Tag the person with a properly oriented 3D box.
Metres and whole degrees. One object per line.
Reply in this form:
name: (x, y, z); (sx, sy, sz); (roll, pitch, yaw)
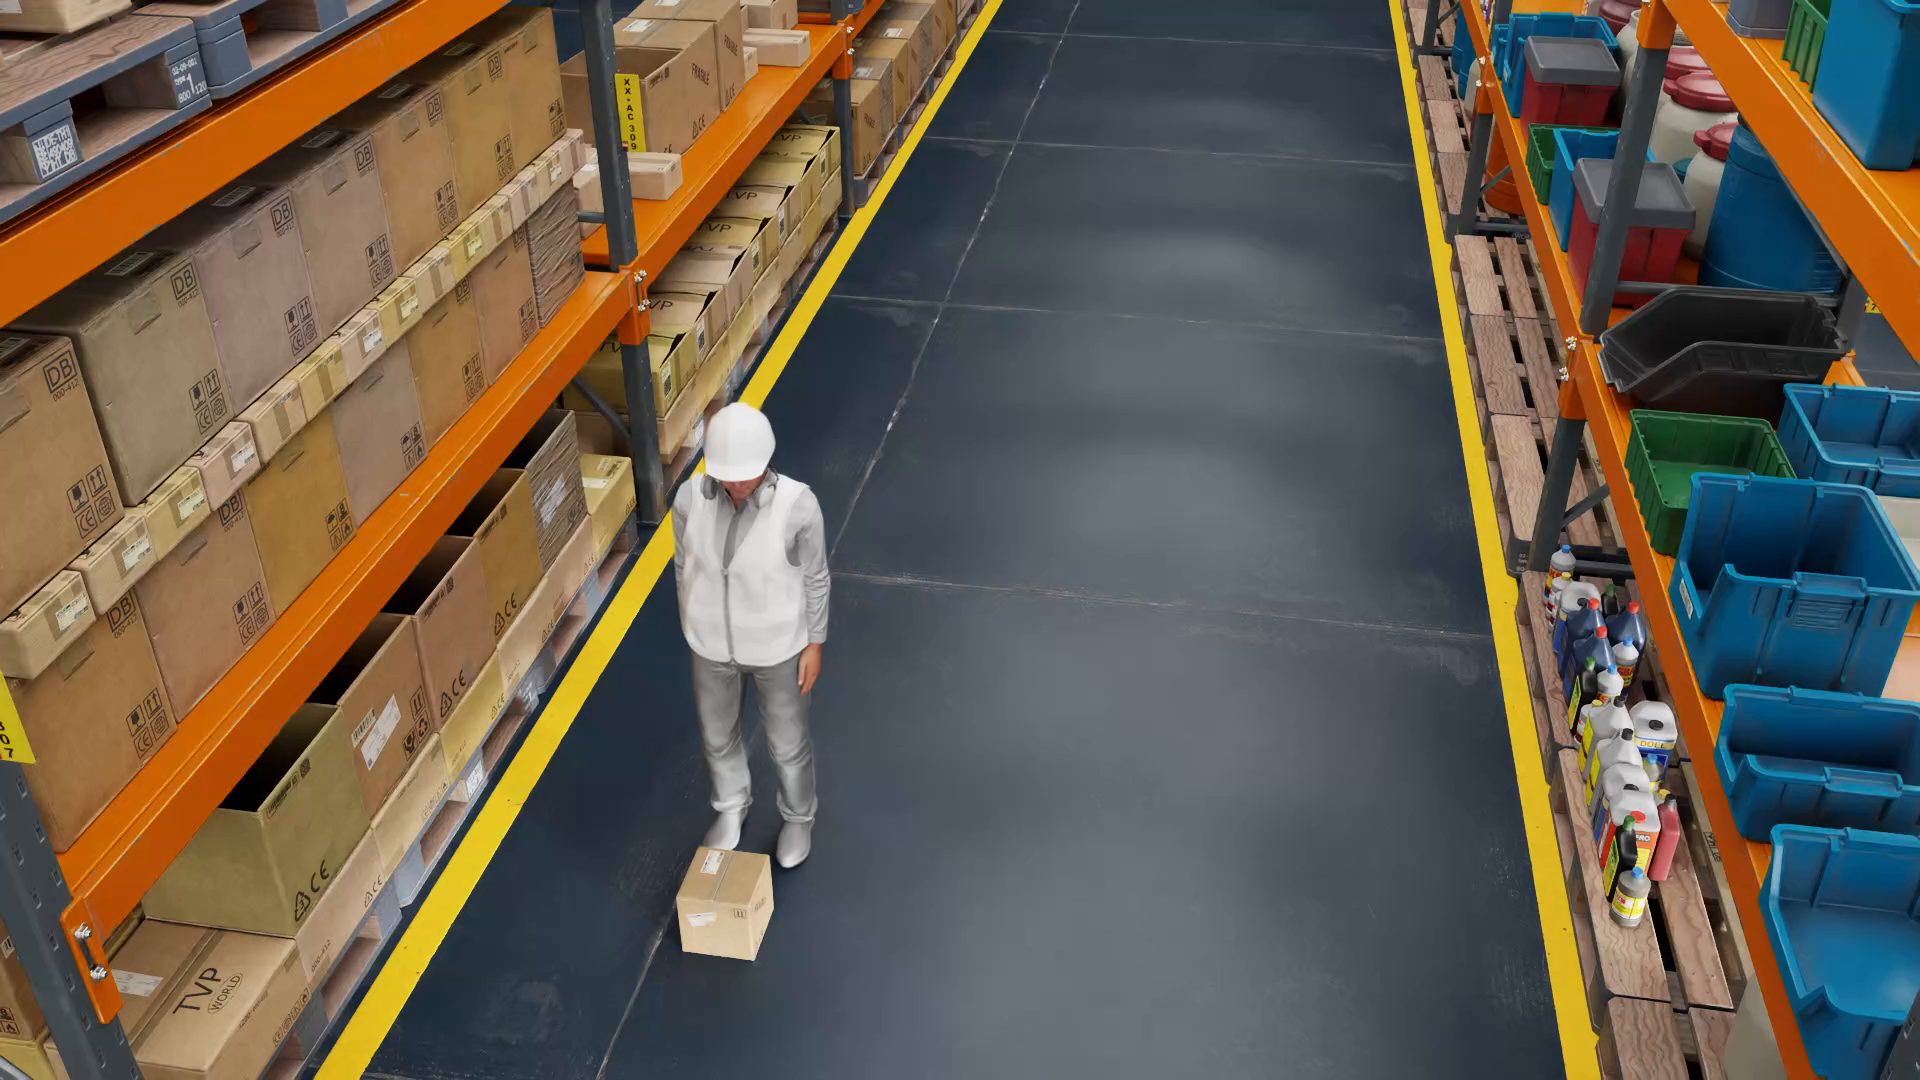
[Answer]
person: (-0.708, 0.329, 5.601); (0.445, 1.764, 0.357); (6, 33, 9)
